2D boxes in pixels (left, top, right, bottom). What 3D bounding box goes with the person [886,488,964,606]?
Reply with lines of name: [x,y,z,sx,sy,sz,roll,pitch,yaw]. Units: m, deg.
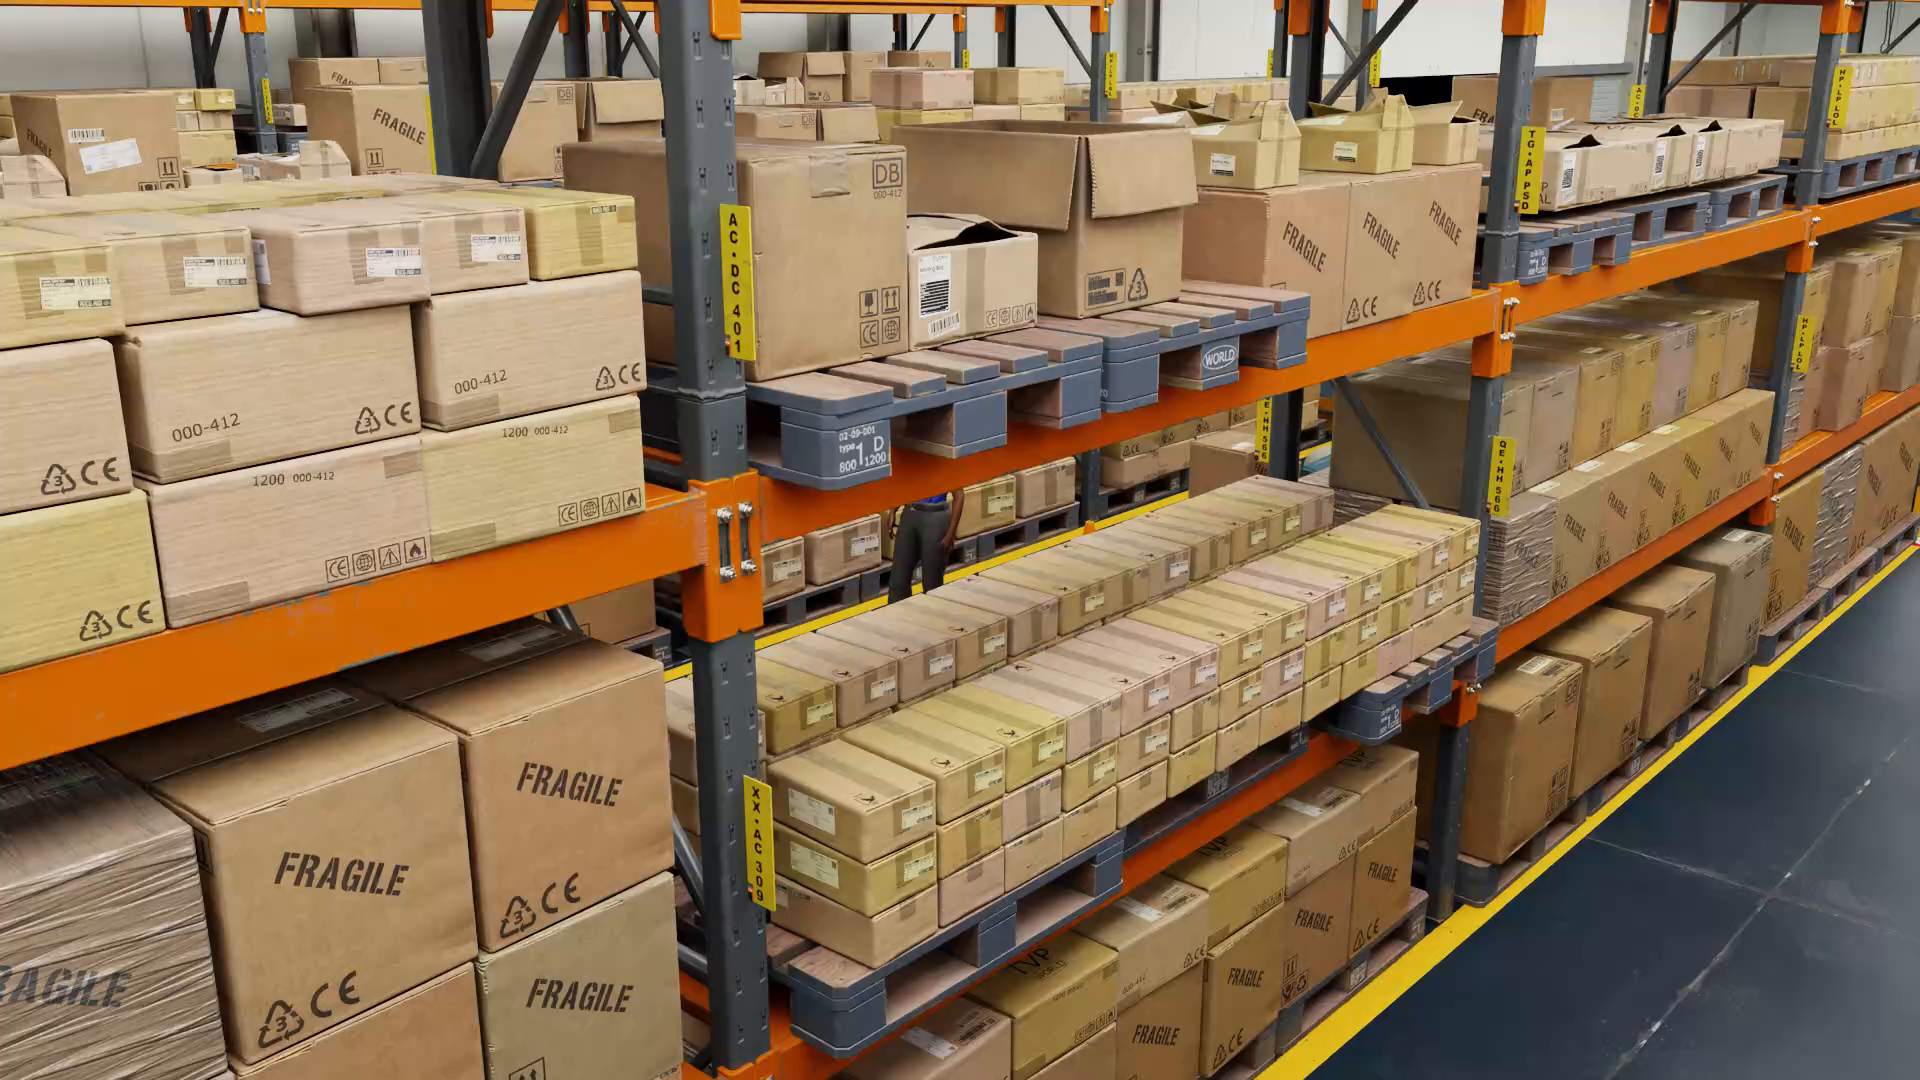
person: [-0.274,-0.063,10.231,0.570,1.654,0.504,15,22,40]
